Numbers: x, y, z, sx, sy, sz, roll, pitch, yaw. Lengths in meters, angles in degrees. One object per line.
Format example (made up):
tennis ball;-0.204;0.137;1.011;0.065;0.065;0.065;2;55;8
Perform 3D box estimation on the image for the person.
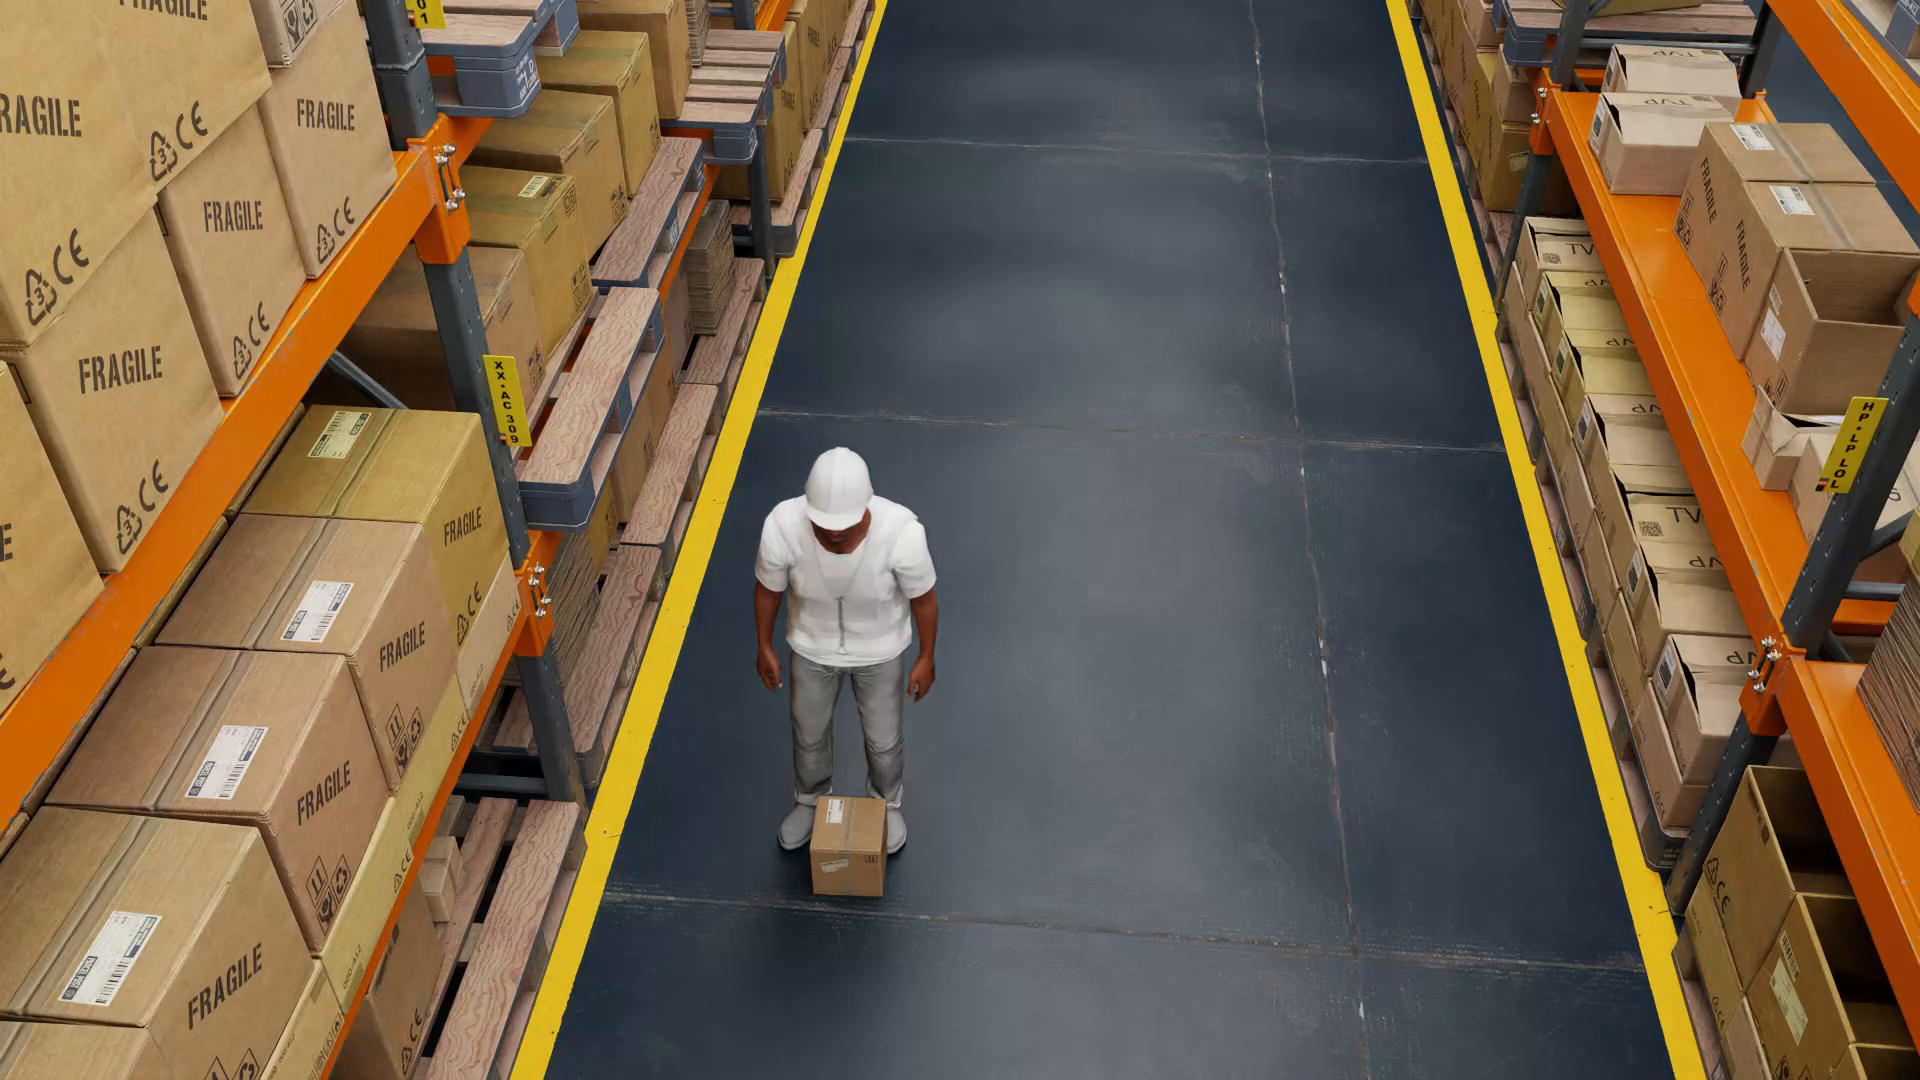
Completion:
person;-0.389;0.382;5.683;0.627;1.761;0.459;3;40;4
